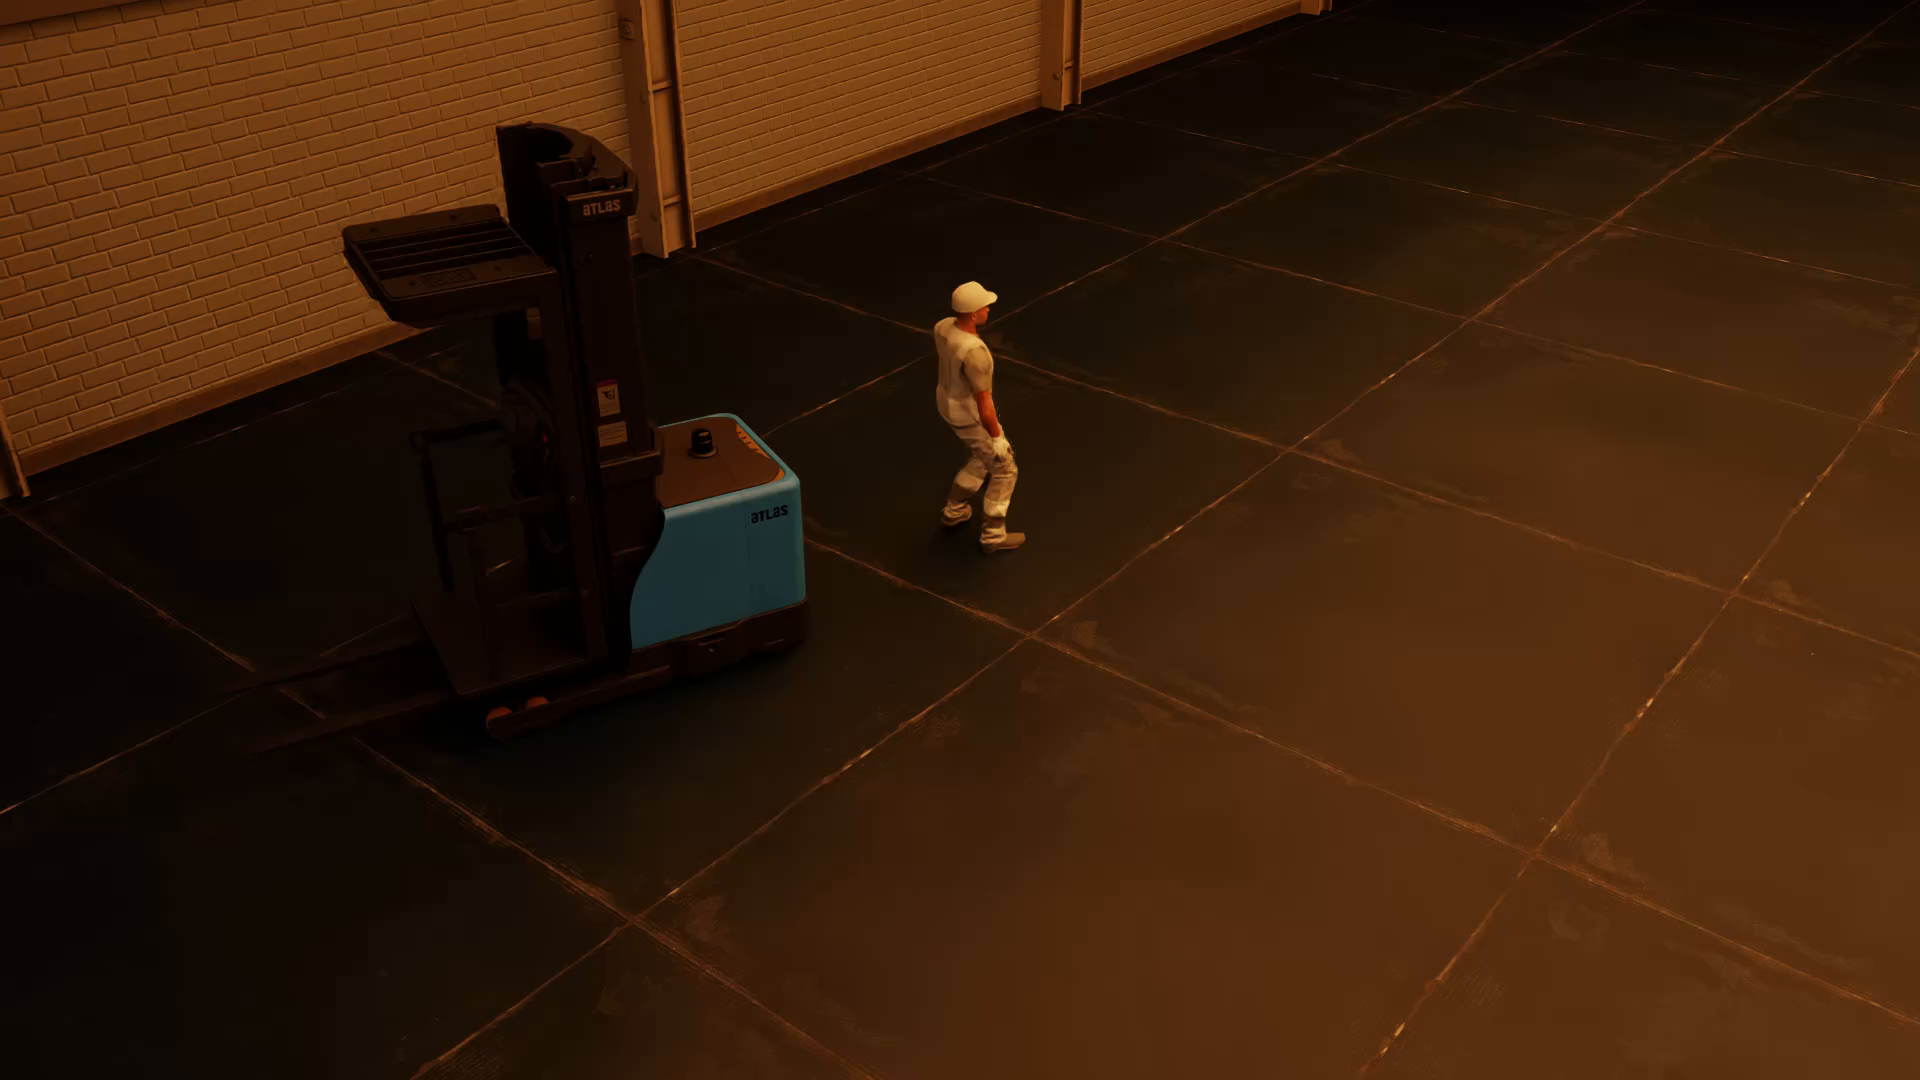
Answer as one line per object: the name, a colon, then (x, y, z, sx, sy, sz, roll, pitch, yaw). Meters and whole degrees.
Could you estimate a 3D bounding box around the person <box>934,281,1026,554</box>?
person: (0.121, -0.769, 10.118, 0.470, 1.729, 0.782, -12, 32, -20)

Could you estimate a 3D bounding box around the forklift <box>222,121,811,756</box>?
forklift: (-2.391, -0.524, 8.492, 3.031, 2.935, 1.130, -16, 34, -25)
